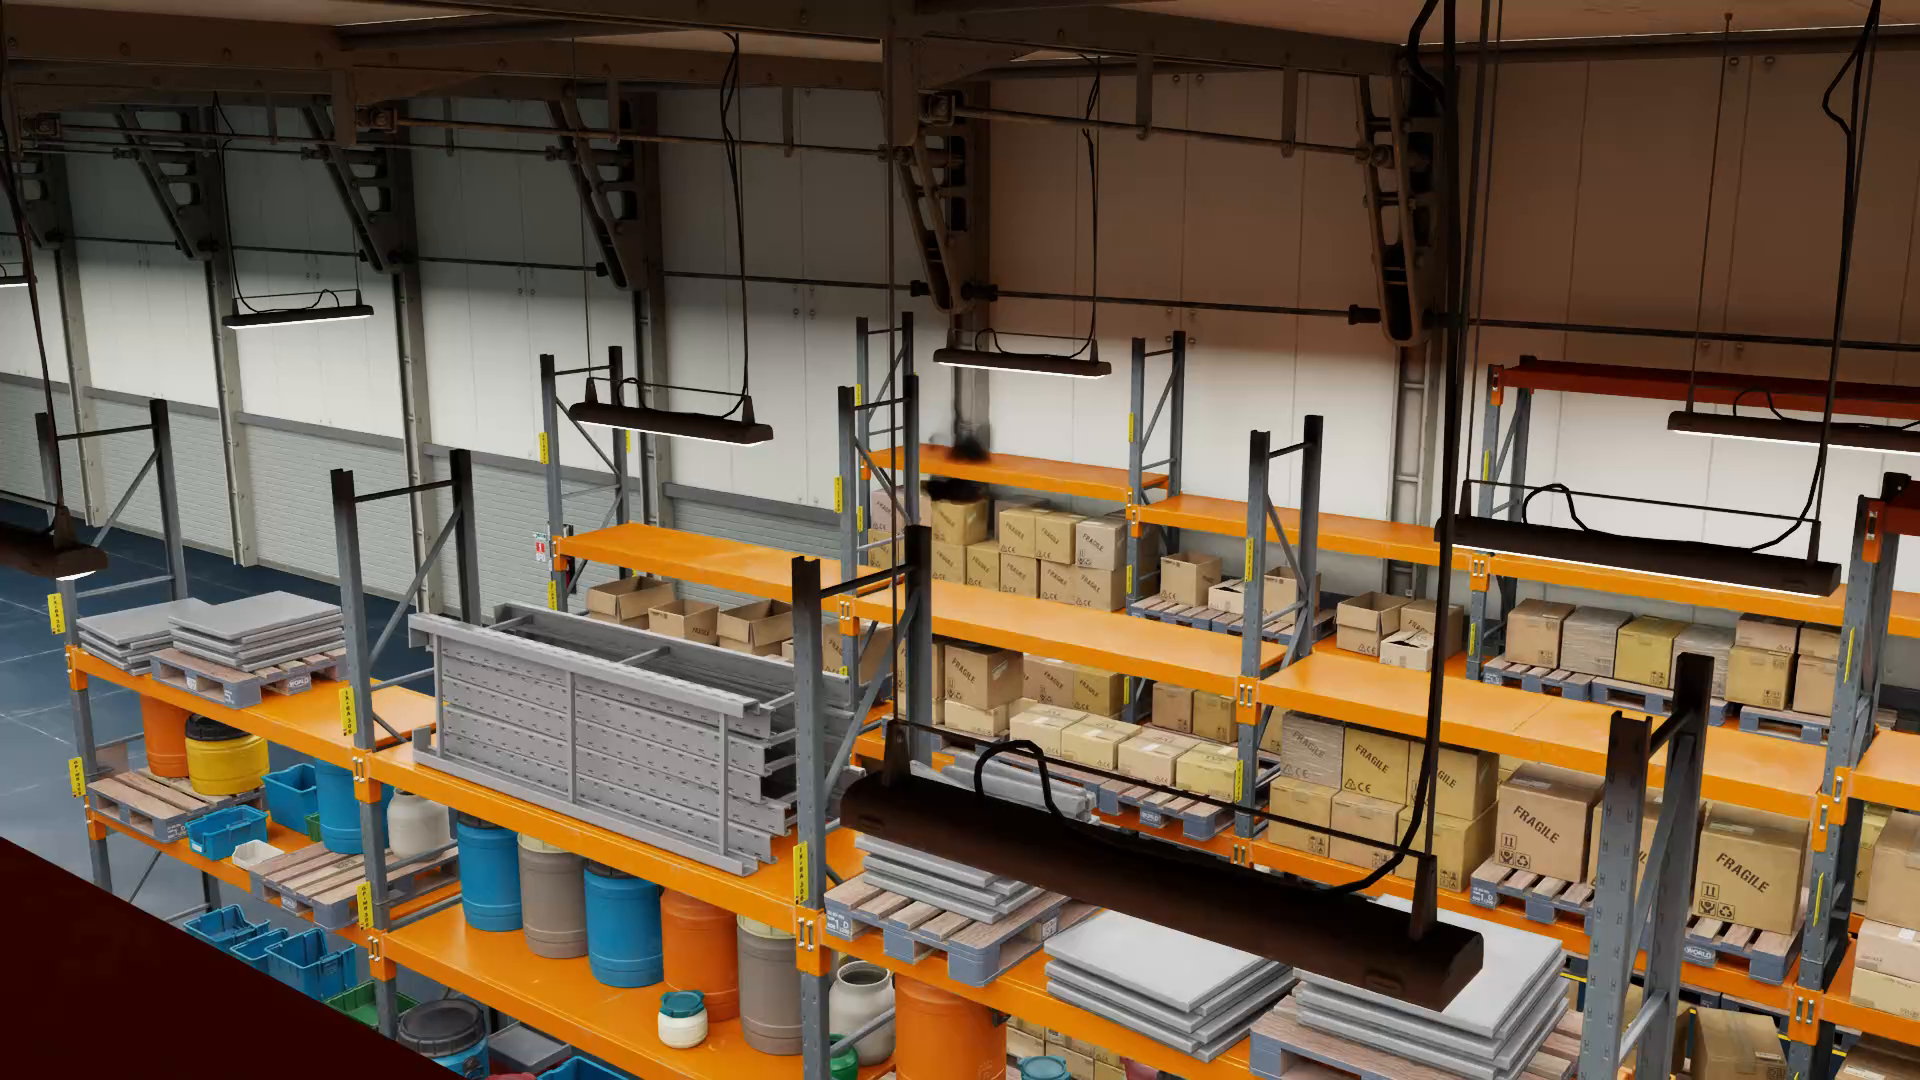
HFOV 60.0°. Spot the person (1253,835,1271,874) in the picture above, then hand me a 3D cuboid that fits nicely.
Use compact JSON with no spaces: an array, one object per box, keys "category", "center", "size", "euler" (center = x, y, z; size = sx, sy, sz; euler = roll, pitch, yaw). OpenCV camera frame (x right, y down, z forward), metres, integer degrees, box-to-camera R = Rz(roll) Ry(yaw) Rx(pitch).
[{"category":"person","center":[2.824,3.620,16.055],"size":[0.555,1.651,0.615],"euler":[5,14,22]}]
